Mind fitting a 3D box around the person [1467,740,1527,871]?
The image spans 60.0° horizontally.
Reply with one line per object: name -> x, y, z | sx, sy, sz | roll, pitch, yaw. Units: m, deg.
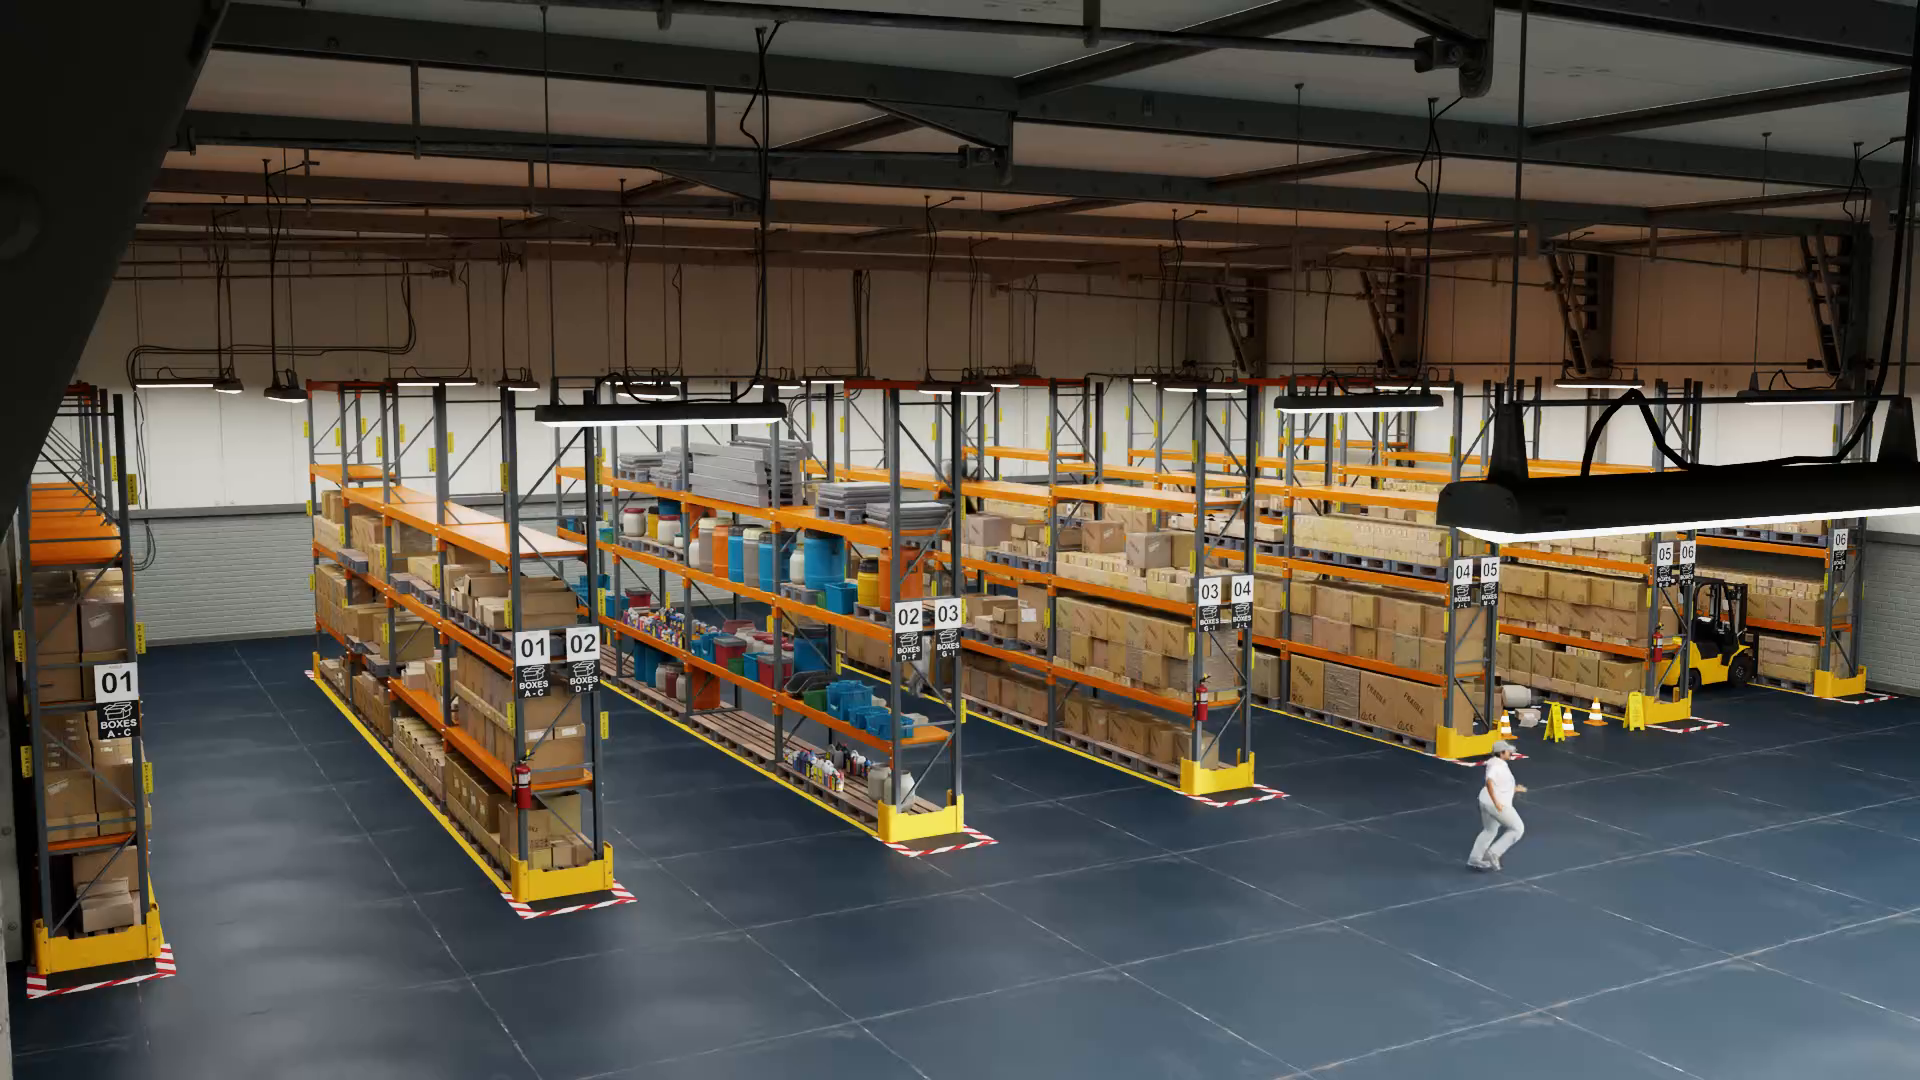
person -> 6.728, 3.307, 20.748 | 0.721, 1.631, 0.576 | 0, 6, -2

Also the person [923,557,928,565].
person -> -0.931, 1.236, 40.506 | 0.626, 1.635, 0.700 | 3, 7, 25

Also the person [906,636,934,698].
person -> -0.710, 1.987, 29.997 | 0.657, 1.760, 0.566 | -4, 8, -36
